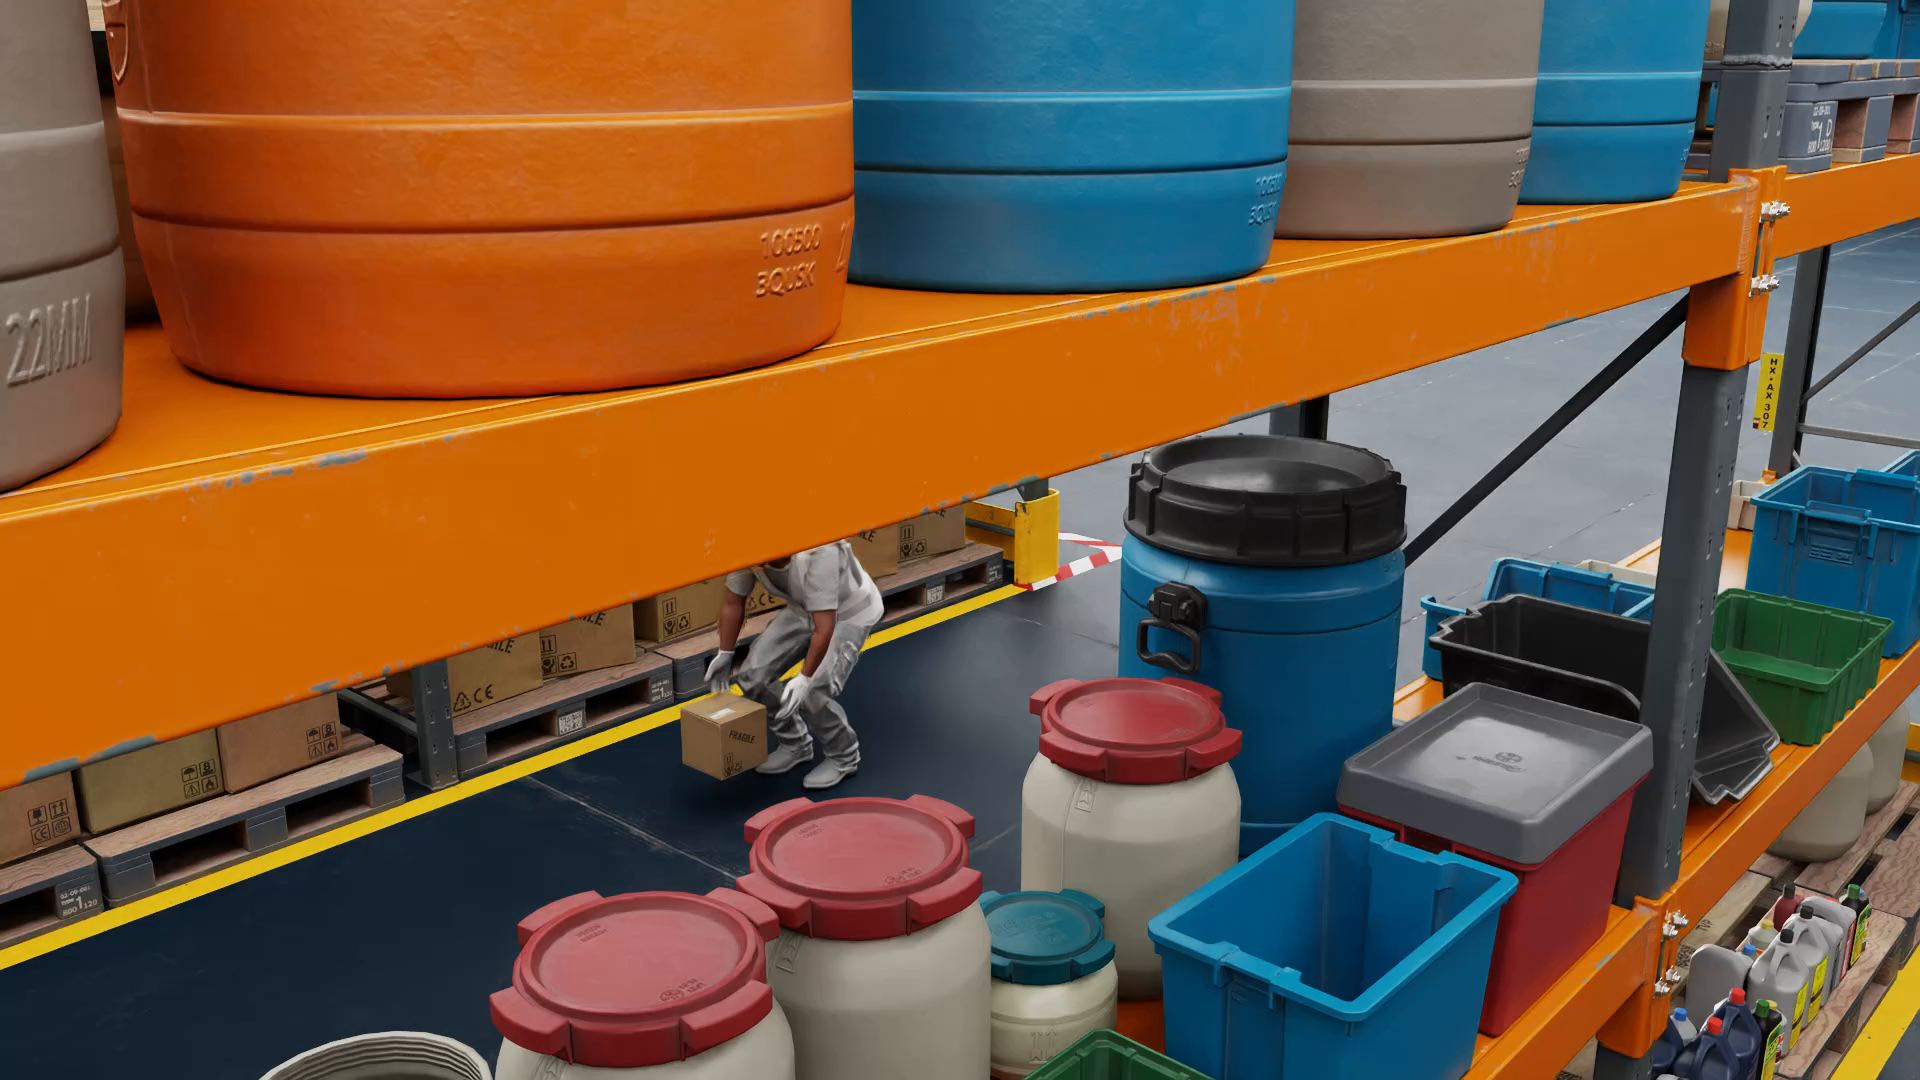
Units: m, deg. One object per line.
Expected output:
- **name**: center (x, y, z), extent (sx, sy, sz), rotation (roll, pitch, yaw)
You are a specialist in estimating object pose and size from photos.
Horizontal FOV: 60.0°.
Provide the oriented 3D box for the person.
- **person**: center (-0.660, 0.399, 6.983), extent (0.610, 1.322, 0.813), rotation (14, 22, 40)
